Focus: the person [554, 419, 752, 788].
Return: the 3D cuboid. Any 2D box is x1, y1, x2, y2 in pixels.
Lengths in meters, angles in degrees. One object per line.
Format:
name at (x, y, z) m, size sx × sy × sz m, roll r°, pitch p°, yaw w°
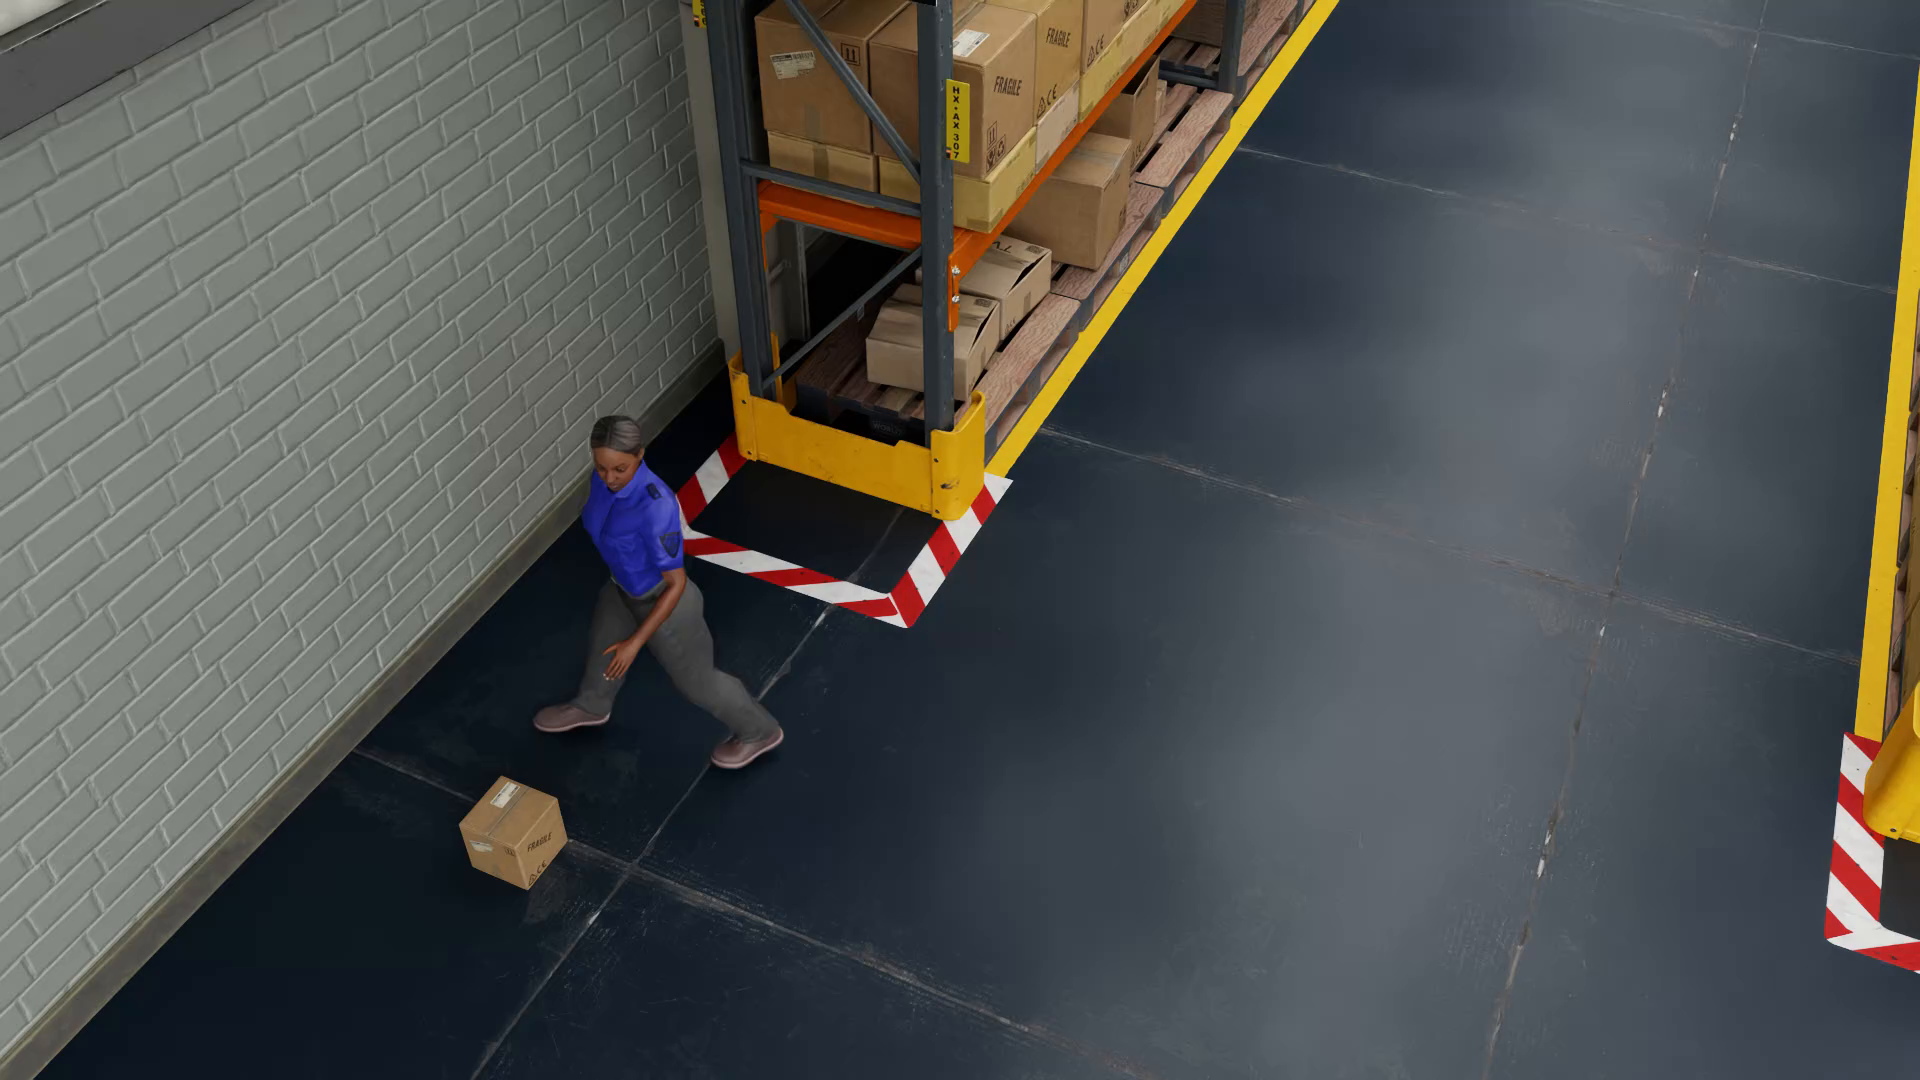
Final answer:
person at (-1.168, 0.239, 5.886) m, size 0.682 × 1.635 × 0.573 m, roll -15°, pitch 44°, yaw -16°
